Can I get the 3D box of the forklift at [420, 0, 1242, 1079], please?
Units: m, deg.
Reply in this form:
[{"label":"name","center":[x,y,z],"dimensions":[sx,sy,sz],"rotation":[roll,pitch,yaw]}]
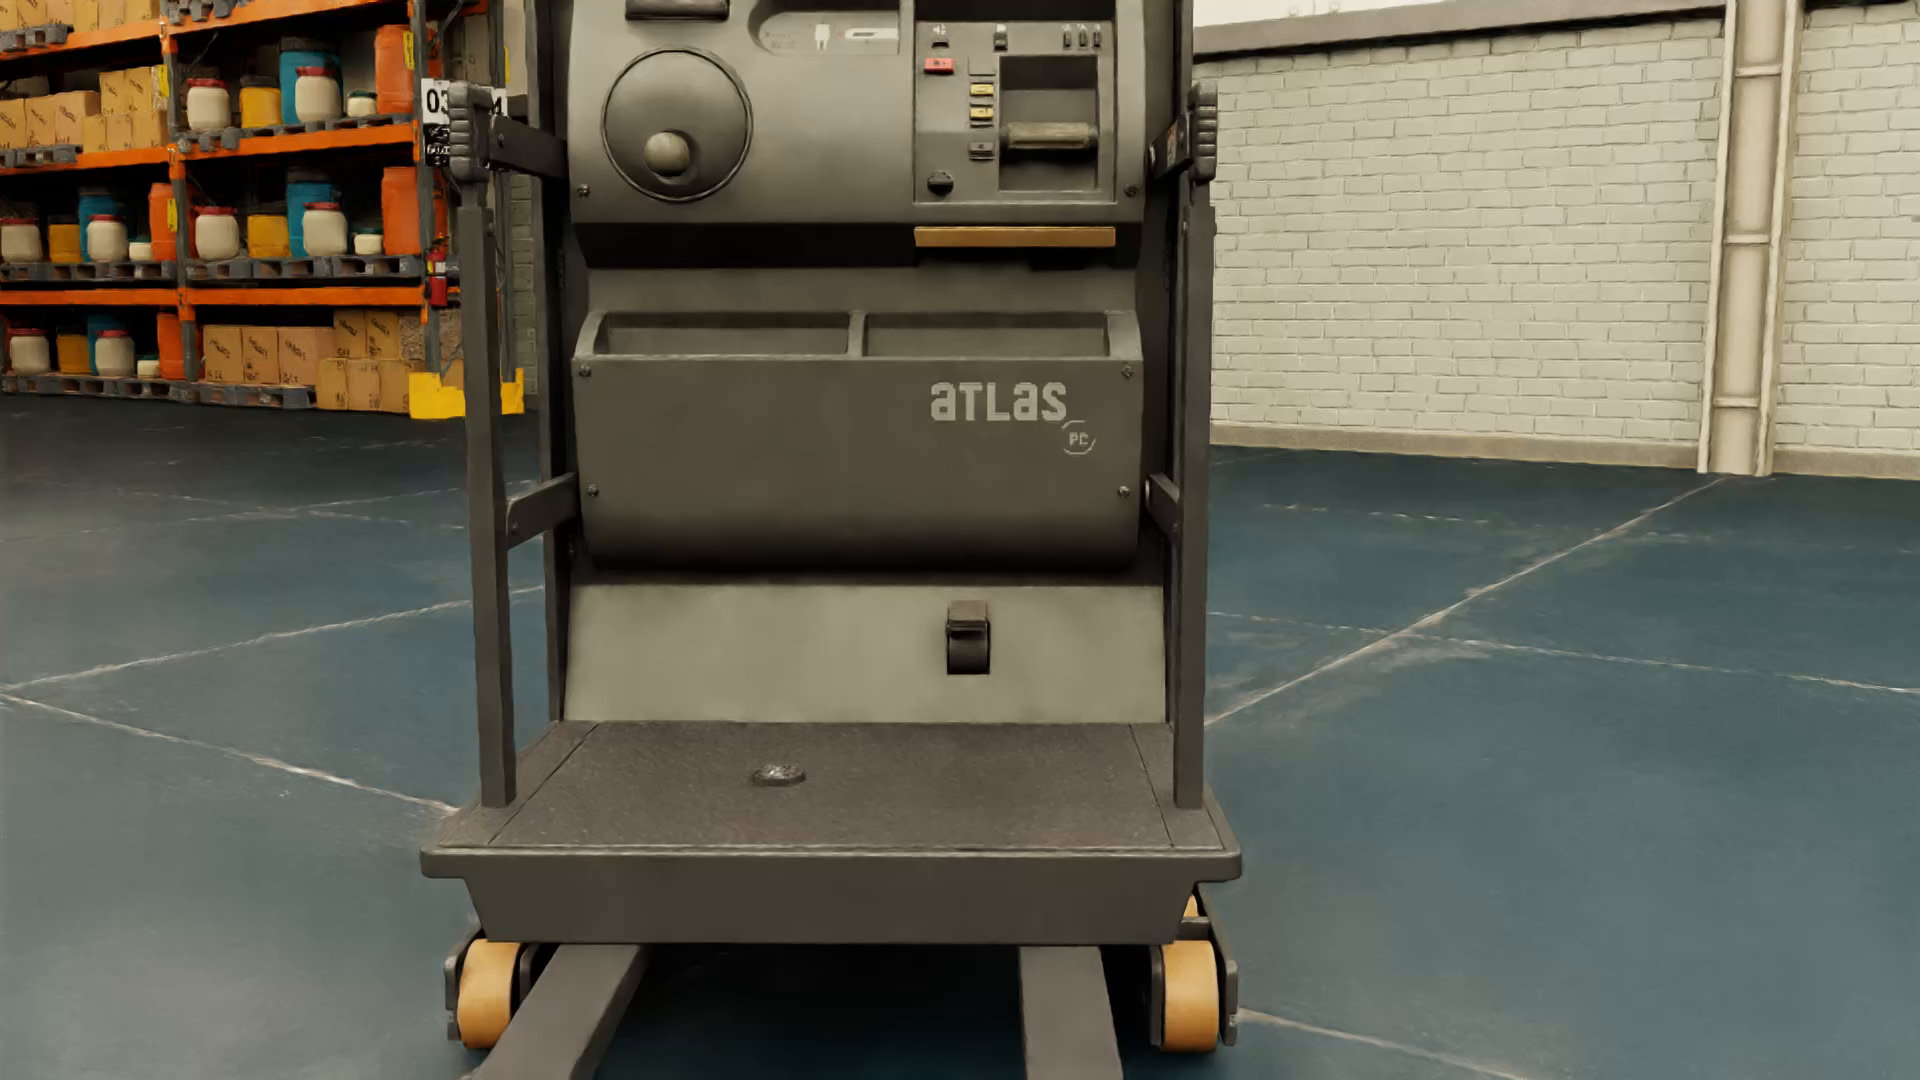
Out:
[{"label":"forklift","center":[-0.167,-0.754,2.493],"dimensions":[1.130,2.935,3.031],"rotation":[0,8,1]}]
